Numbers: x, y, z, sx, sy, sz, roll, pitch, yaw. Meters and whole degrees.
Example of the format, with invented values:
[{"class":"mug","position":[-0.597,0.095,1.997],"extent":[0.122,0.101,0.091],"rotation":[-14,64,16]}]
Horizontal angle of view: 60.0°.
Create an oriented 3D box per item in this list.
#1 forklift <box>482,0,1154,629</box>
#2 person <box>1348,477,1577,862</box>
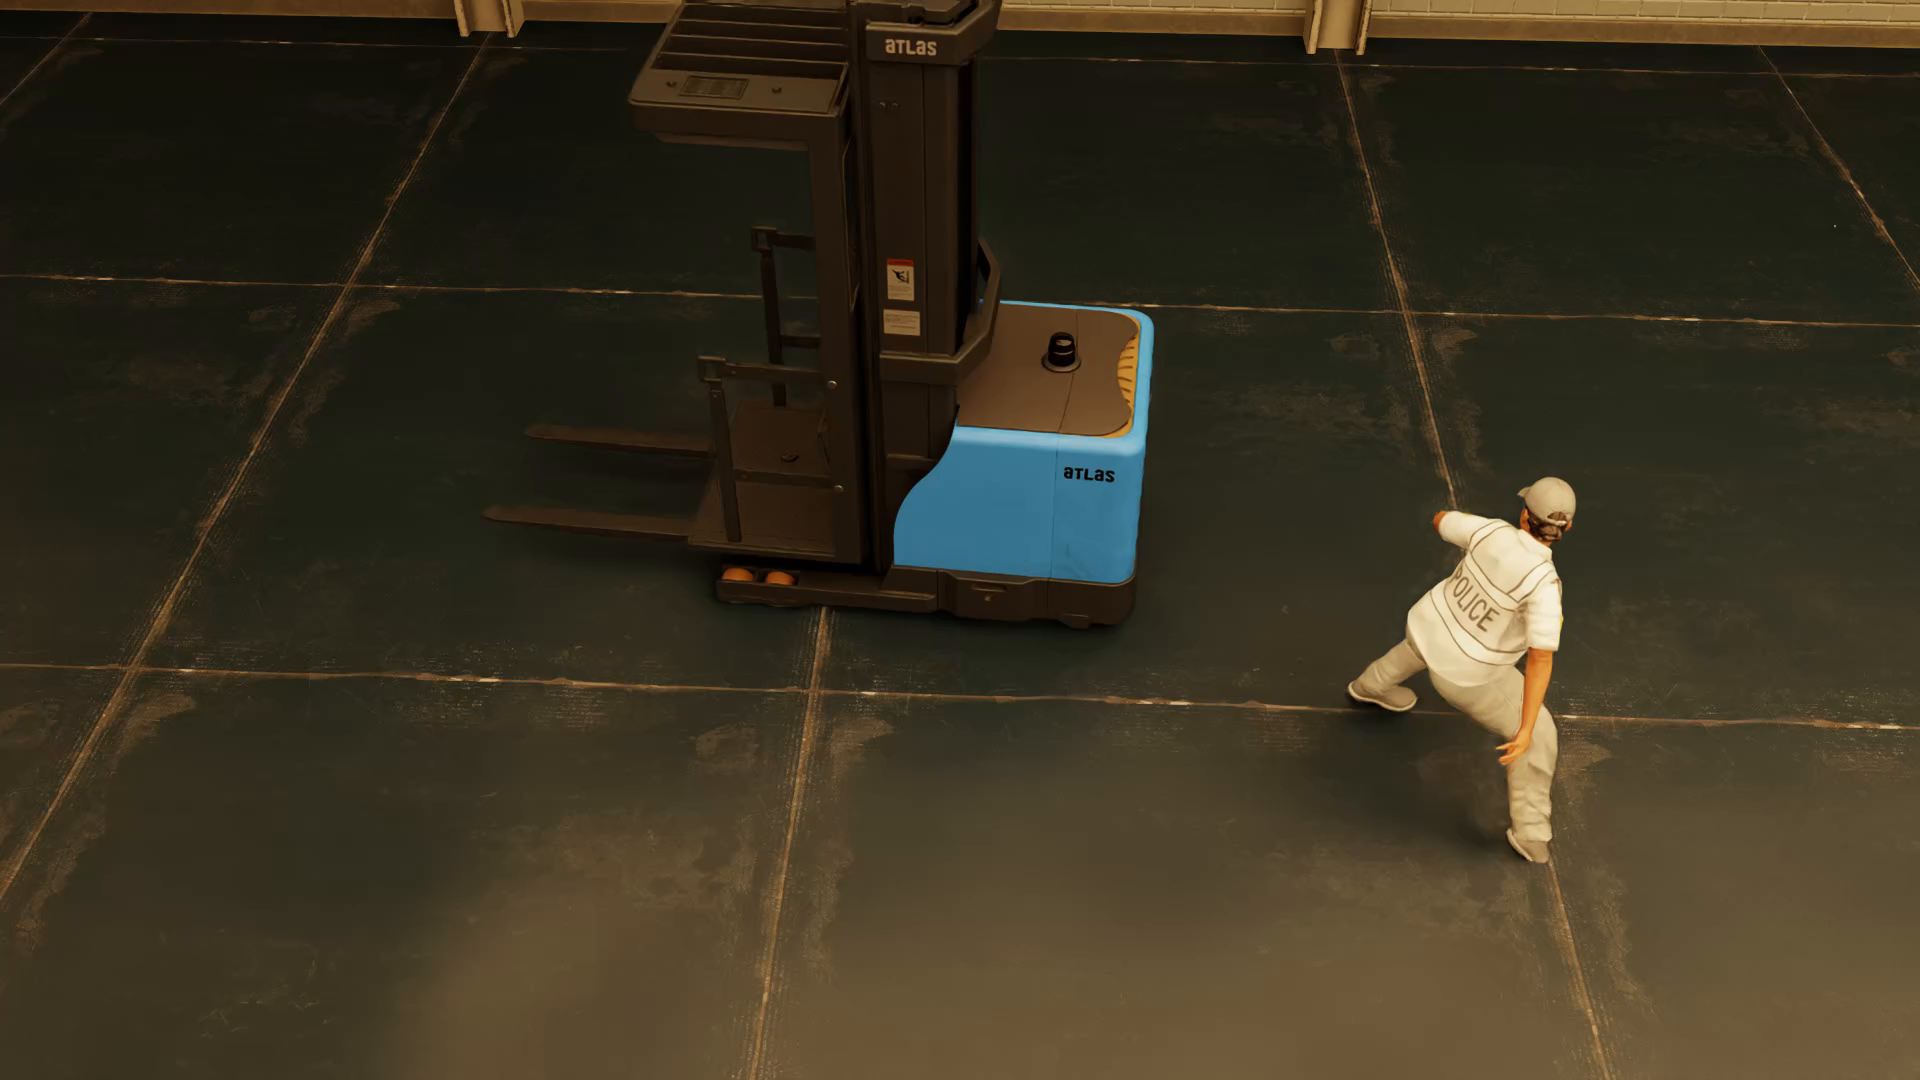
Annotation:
[{"class":"forklift","position":[-0.675,-1.124,6.974],"extent":[3.031,2.935,1.130],"rotation":[5,43,5]},{"class":"person","position":[2.021,0.471,6.380],"extent":[0.538,1.625,1.027],"rotation":[-12,44,-12]}]
